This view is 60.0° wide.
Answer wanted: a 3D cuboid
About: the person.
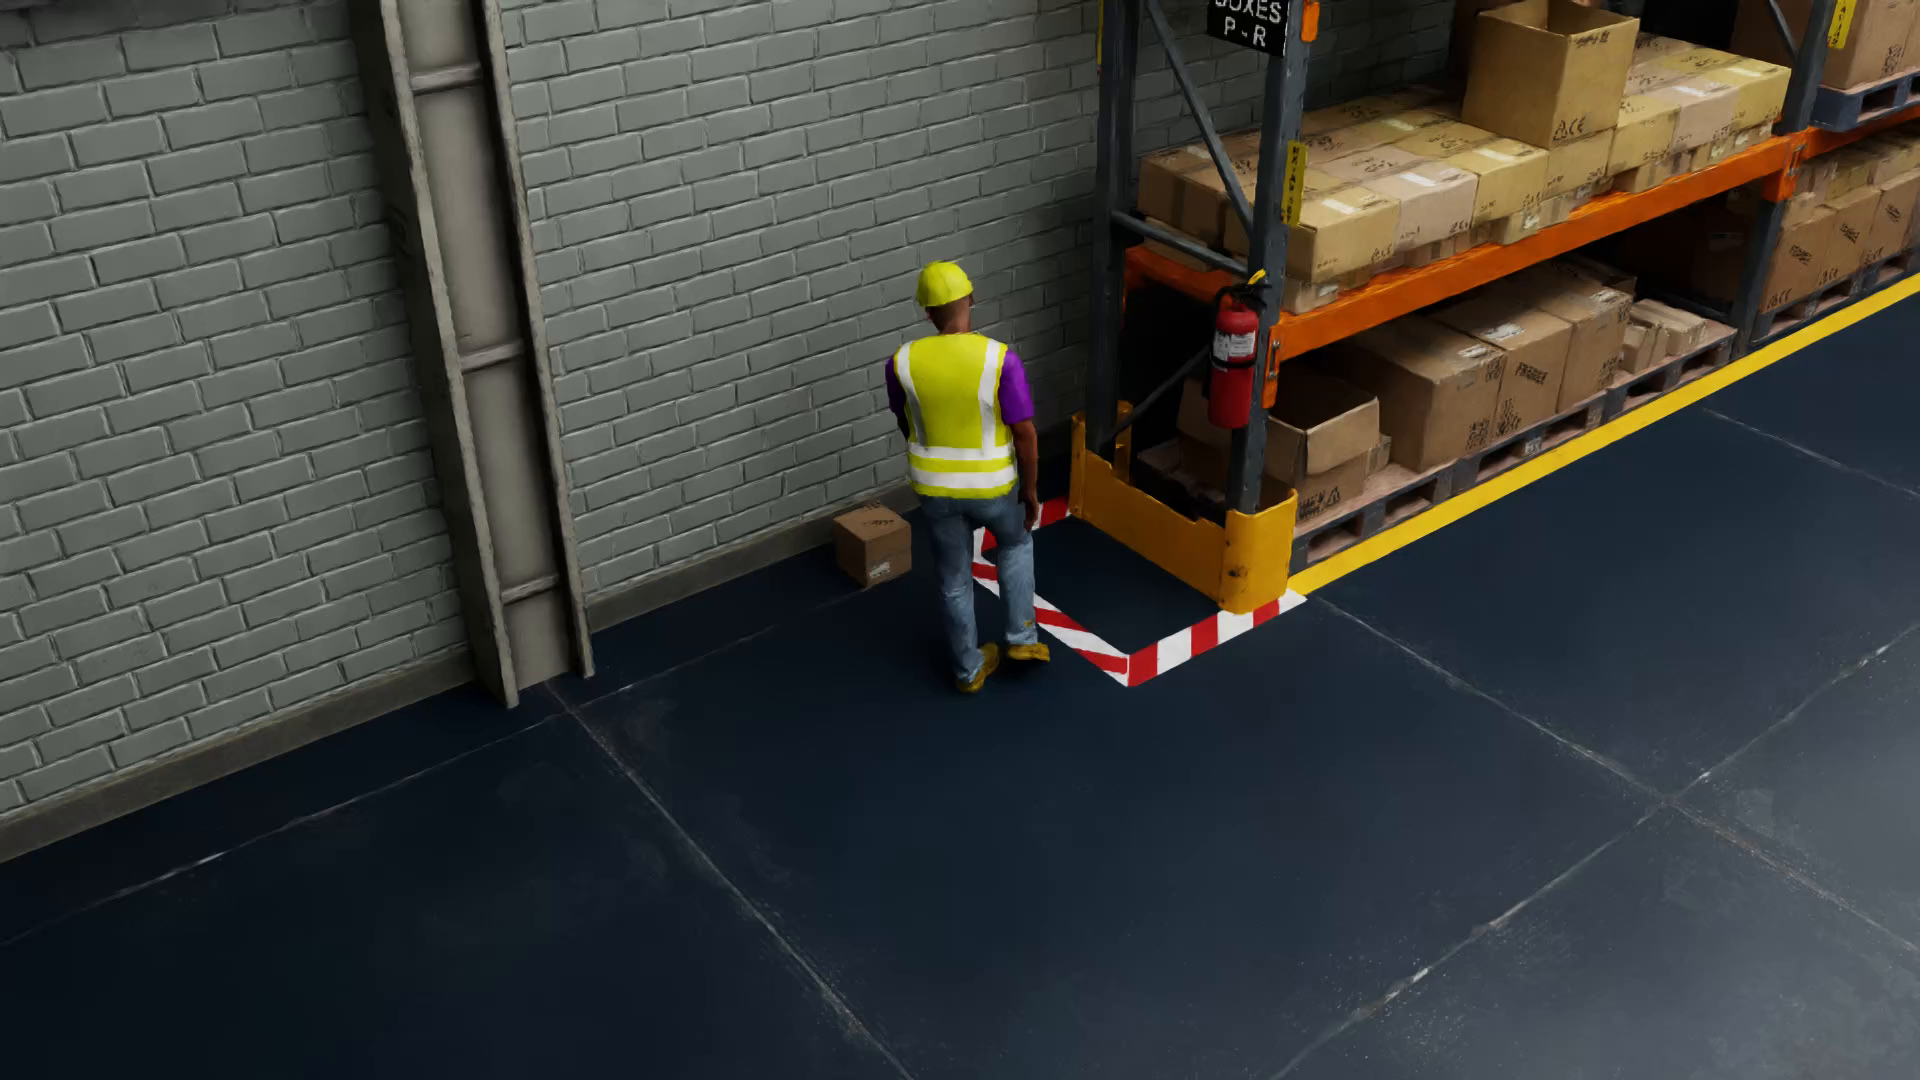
[{"bbox_3d":[0.052,-0.238,6.522,0.655,1.771,0.564,4,32,7],"label":"person"}]
